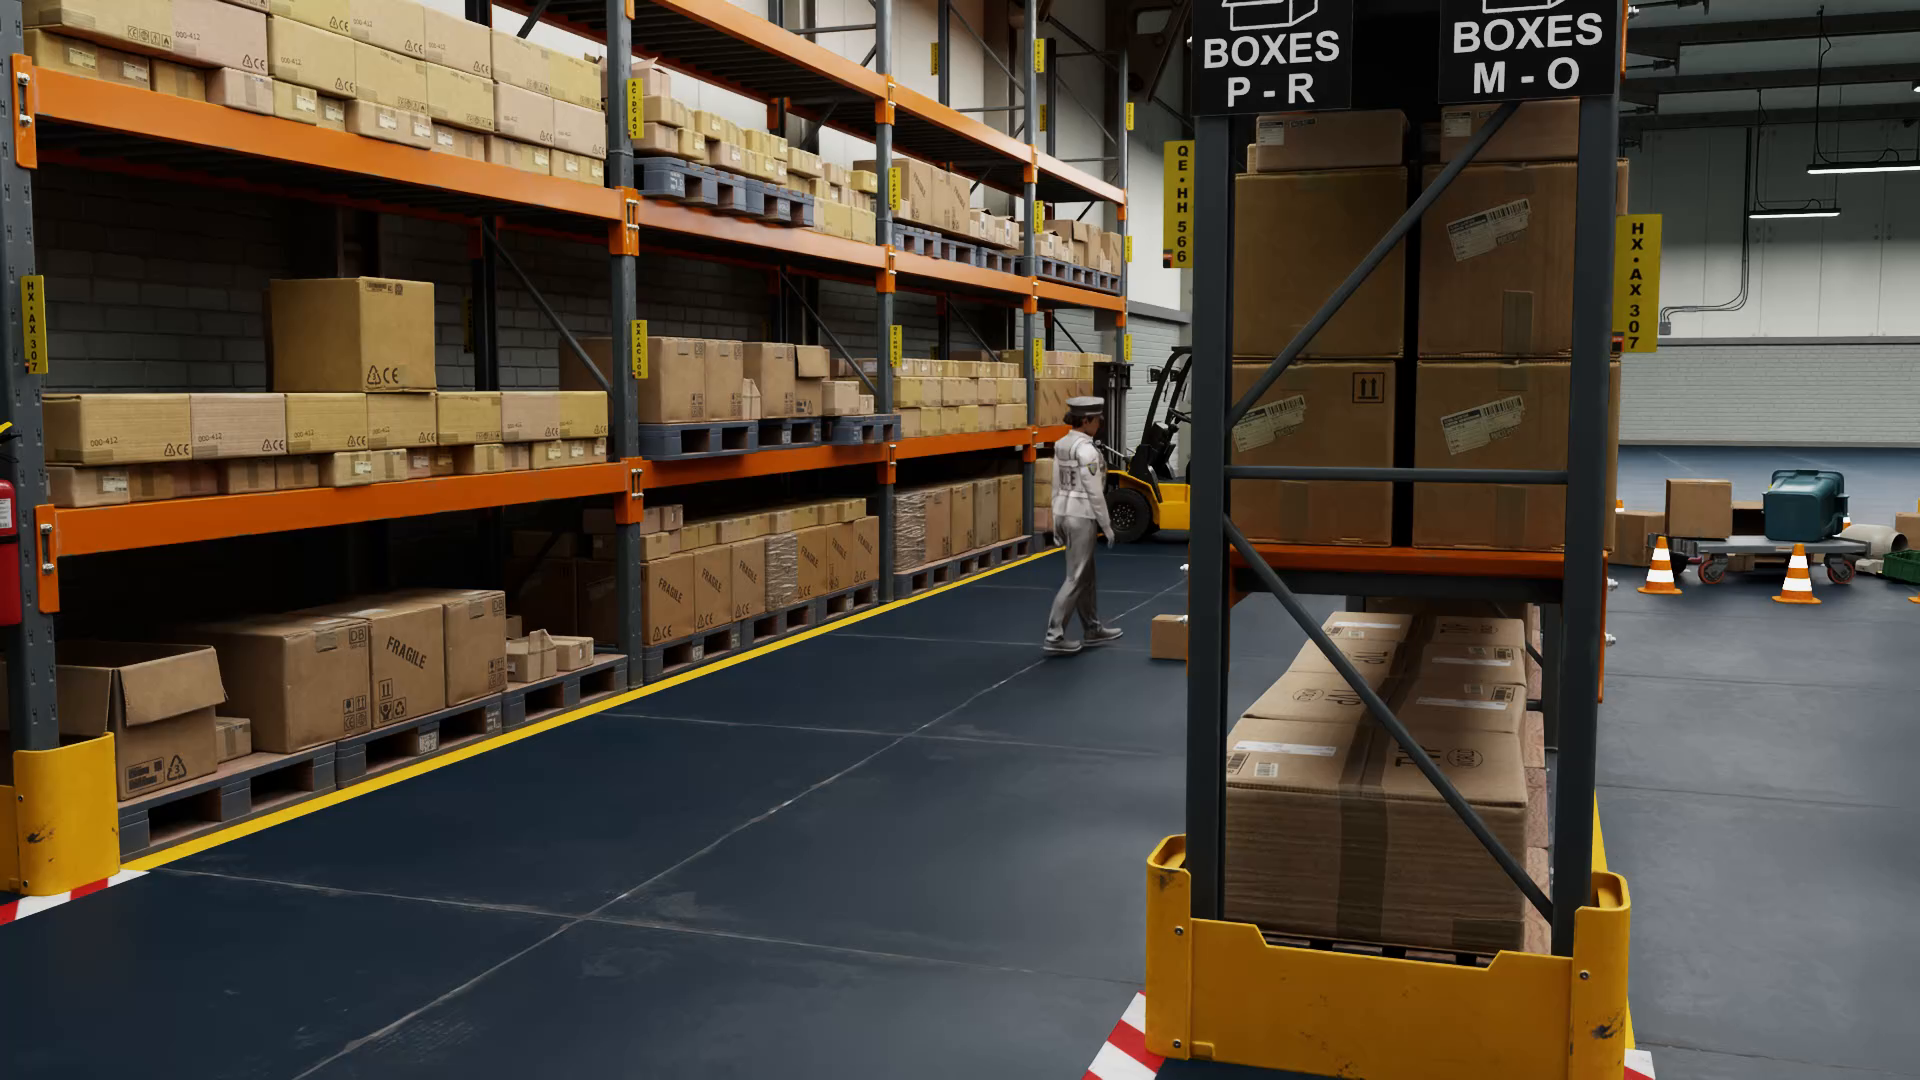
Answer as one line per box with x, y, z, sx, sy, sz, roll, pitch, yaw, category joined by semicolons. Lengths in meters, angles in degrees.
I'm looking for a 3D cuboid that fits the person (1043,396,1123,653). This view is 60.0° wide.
0.821;-0.110;10.780;0.699;1.637;0.520;-2;6;-18;person
